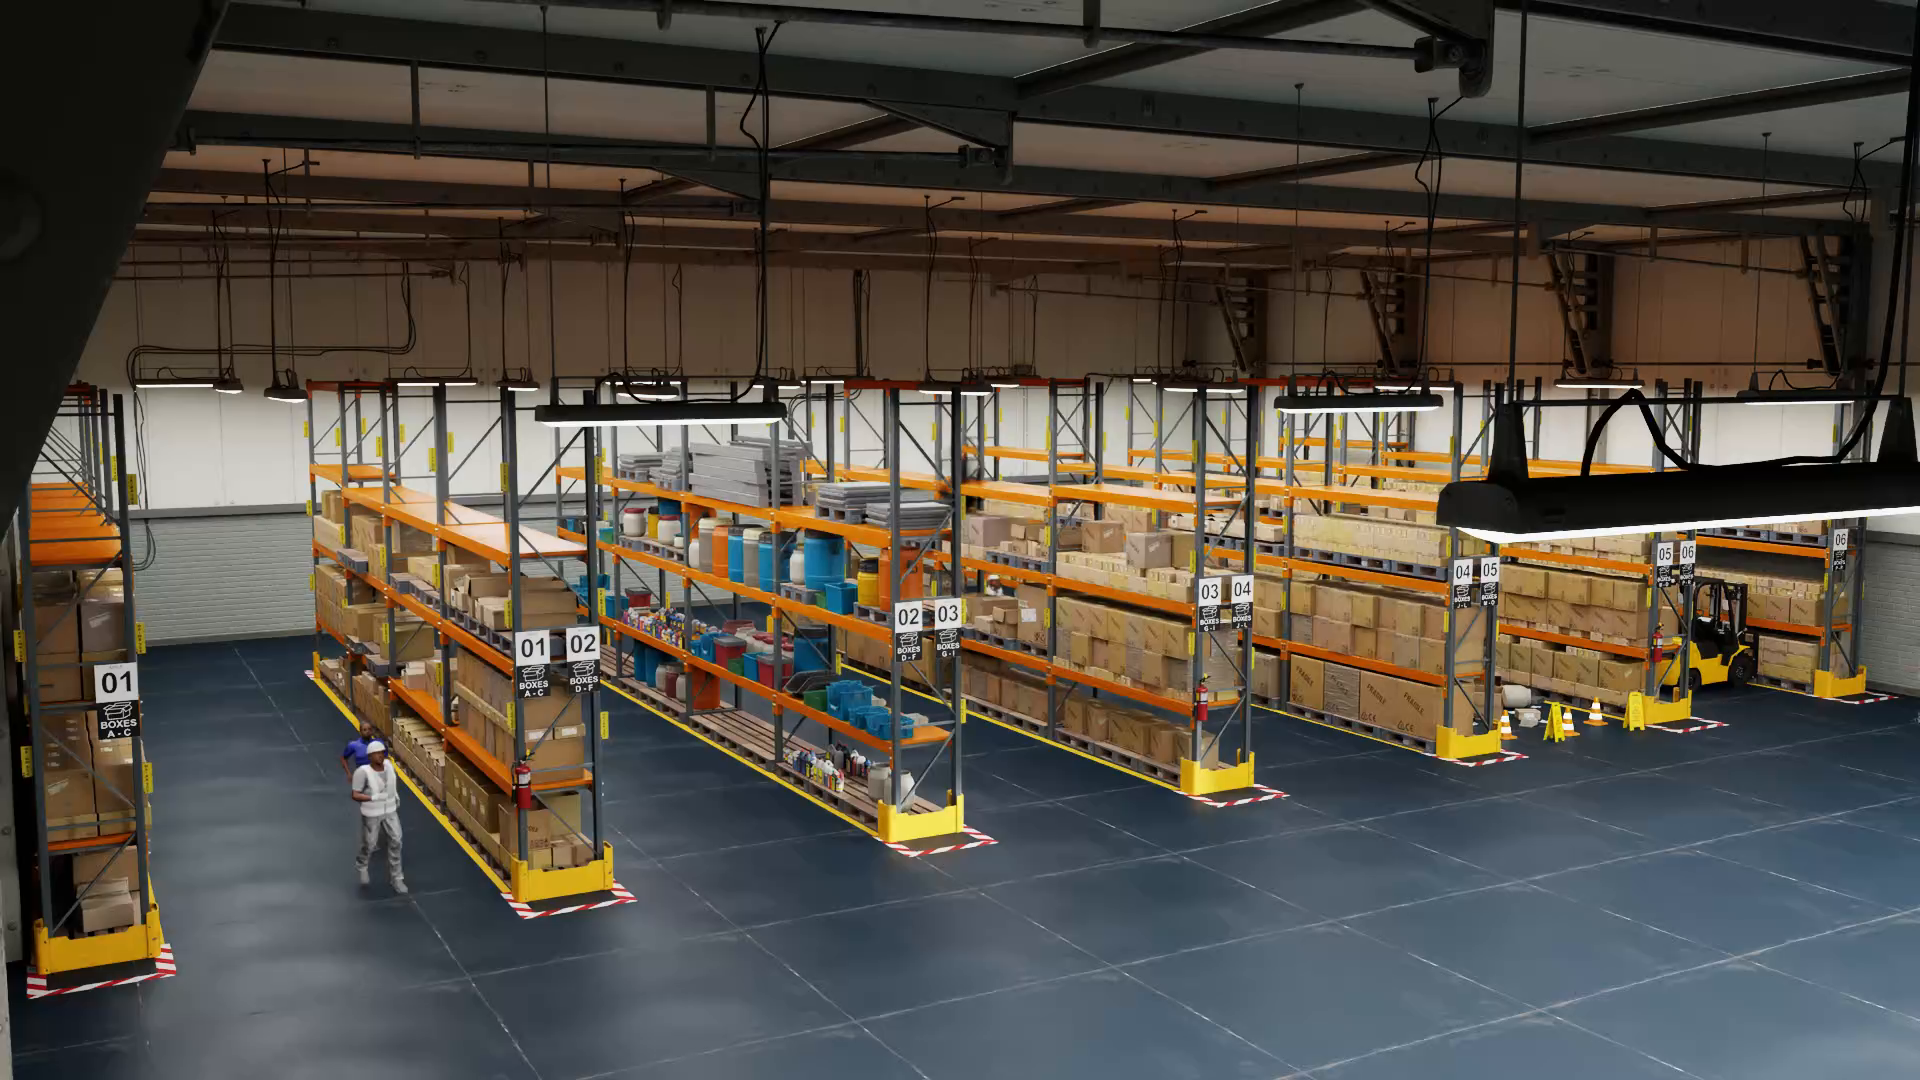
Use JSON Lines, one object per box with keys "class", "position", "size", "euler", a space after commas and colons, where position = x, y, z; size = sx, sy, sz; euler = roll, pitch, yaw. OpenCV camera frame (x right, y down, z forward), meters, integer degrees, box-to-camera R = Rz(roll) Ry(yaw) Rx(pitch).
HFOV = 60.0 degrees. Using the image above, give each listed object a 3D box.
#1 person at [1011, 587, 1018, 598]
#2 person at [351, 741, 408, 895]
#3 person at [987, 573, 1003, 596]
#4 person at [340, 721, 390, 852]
{"class": "person", "position": [1.568, 0.825, 44.080], "size": [0.575, 1.656, 0.647], "euler": [5, 8, 40]}
{"class": "person", "position": [-7.002, 3.307, 19.974], "size": [0.871, 1.826, 0.696], "euler": [5, 8, 41]}
{"class": "person", "position": [0.725, 1.567, 35.179], "size": [0.671, 1.766, 0.729], "euler": [-4, 7, -32]}
{"class": "person", "position": [-7.774, 3.178, 21.820], "size": [0.581, 1.635, 0.932], "euler": [-4, 7, -33]}
